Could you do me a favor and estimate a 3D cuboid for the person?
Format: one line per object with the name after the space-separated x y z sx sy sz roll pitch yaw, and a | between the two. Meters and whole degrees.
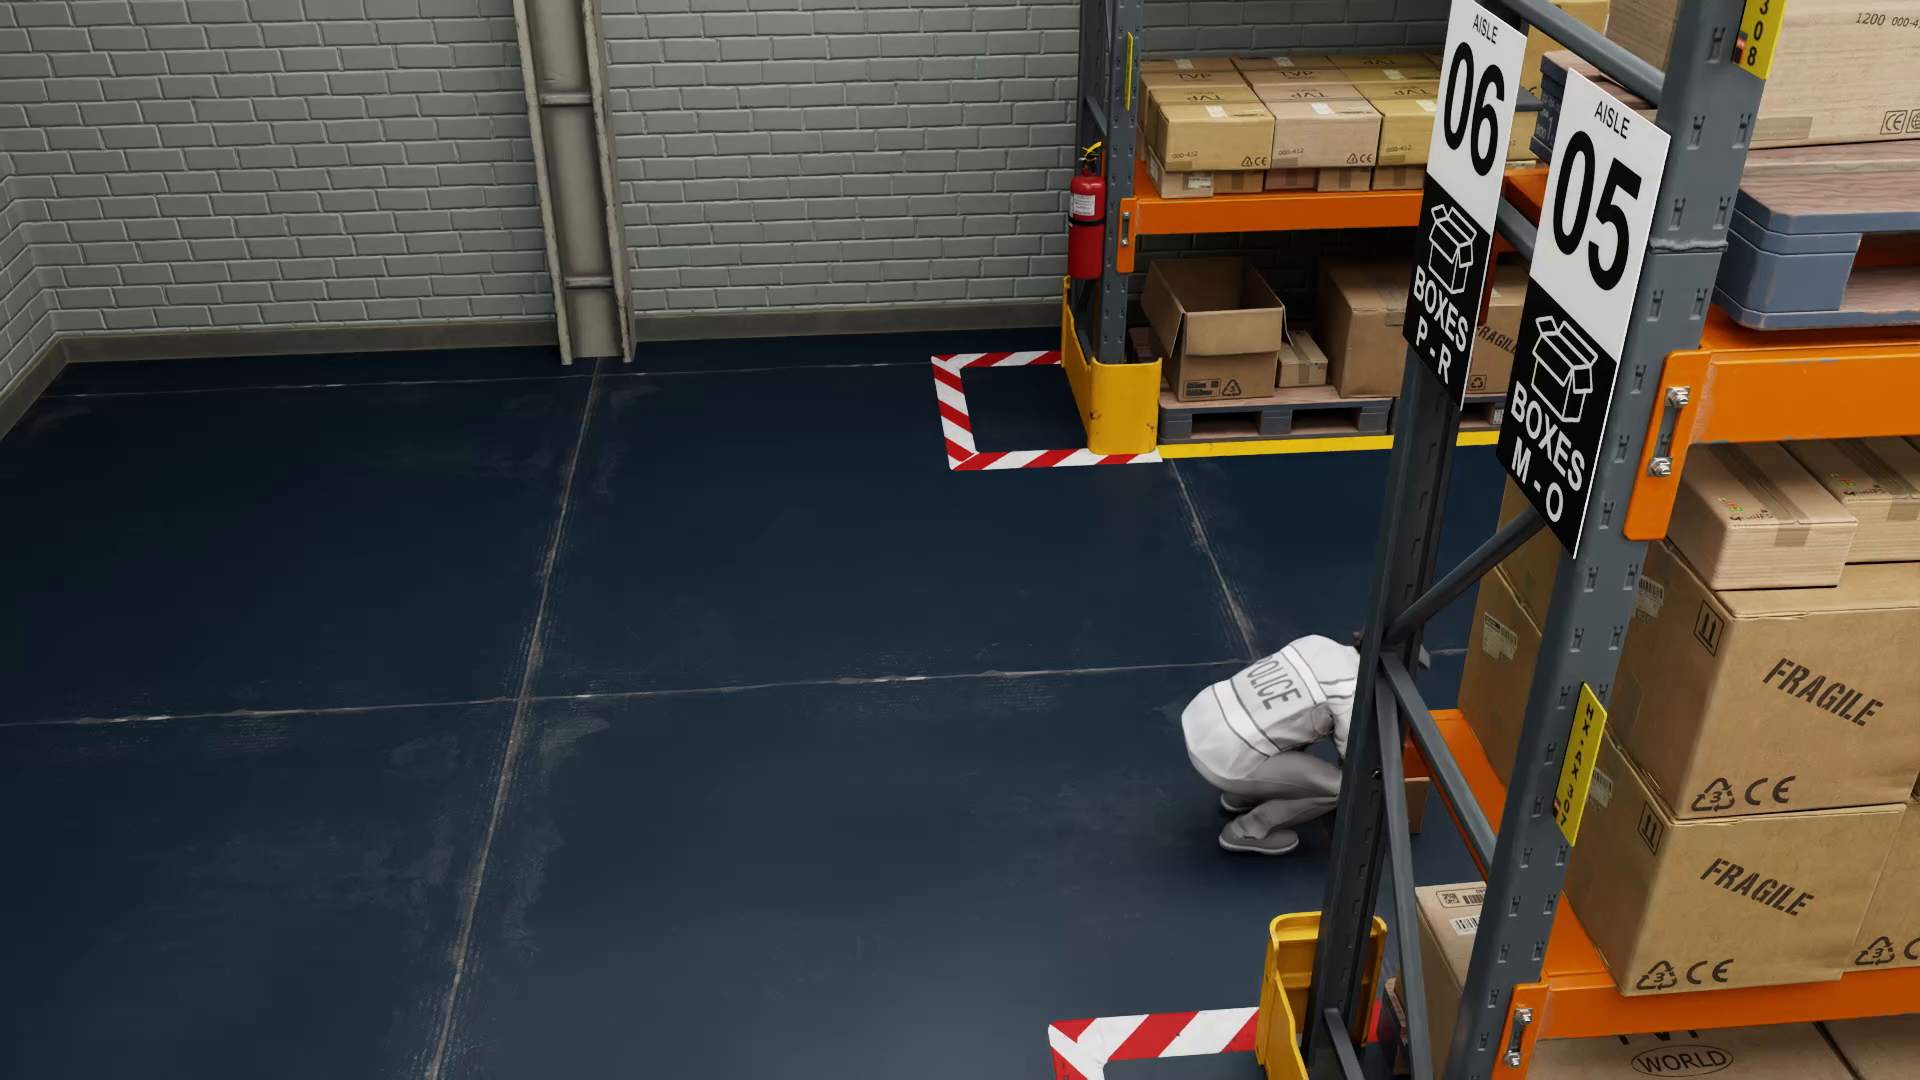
1.209 0.662 5.845 0.858 0.850 0.480 -3 31 -4 | person
